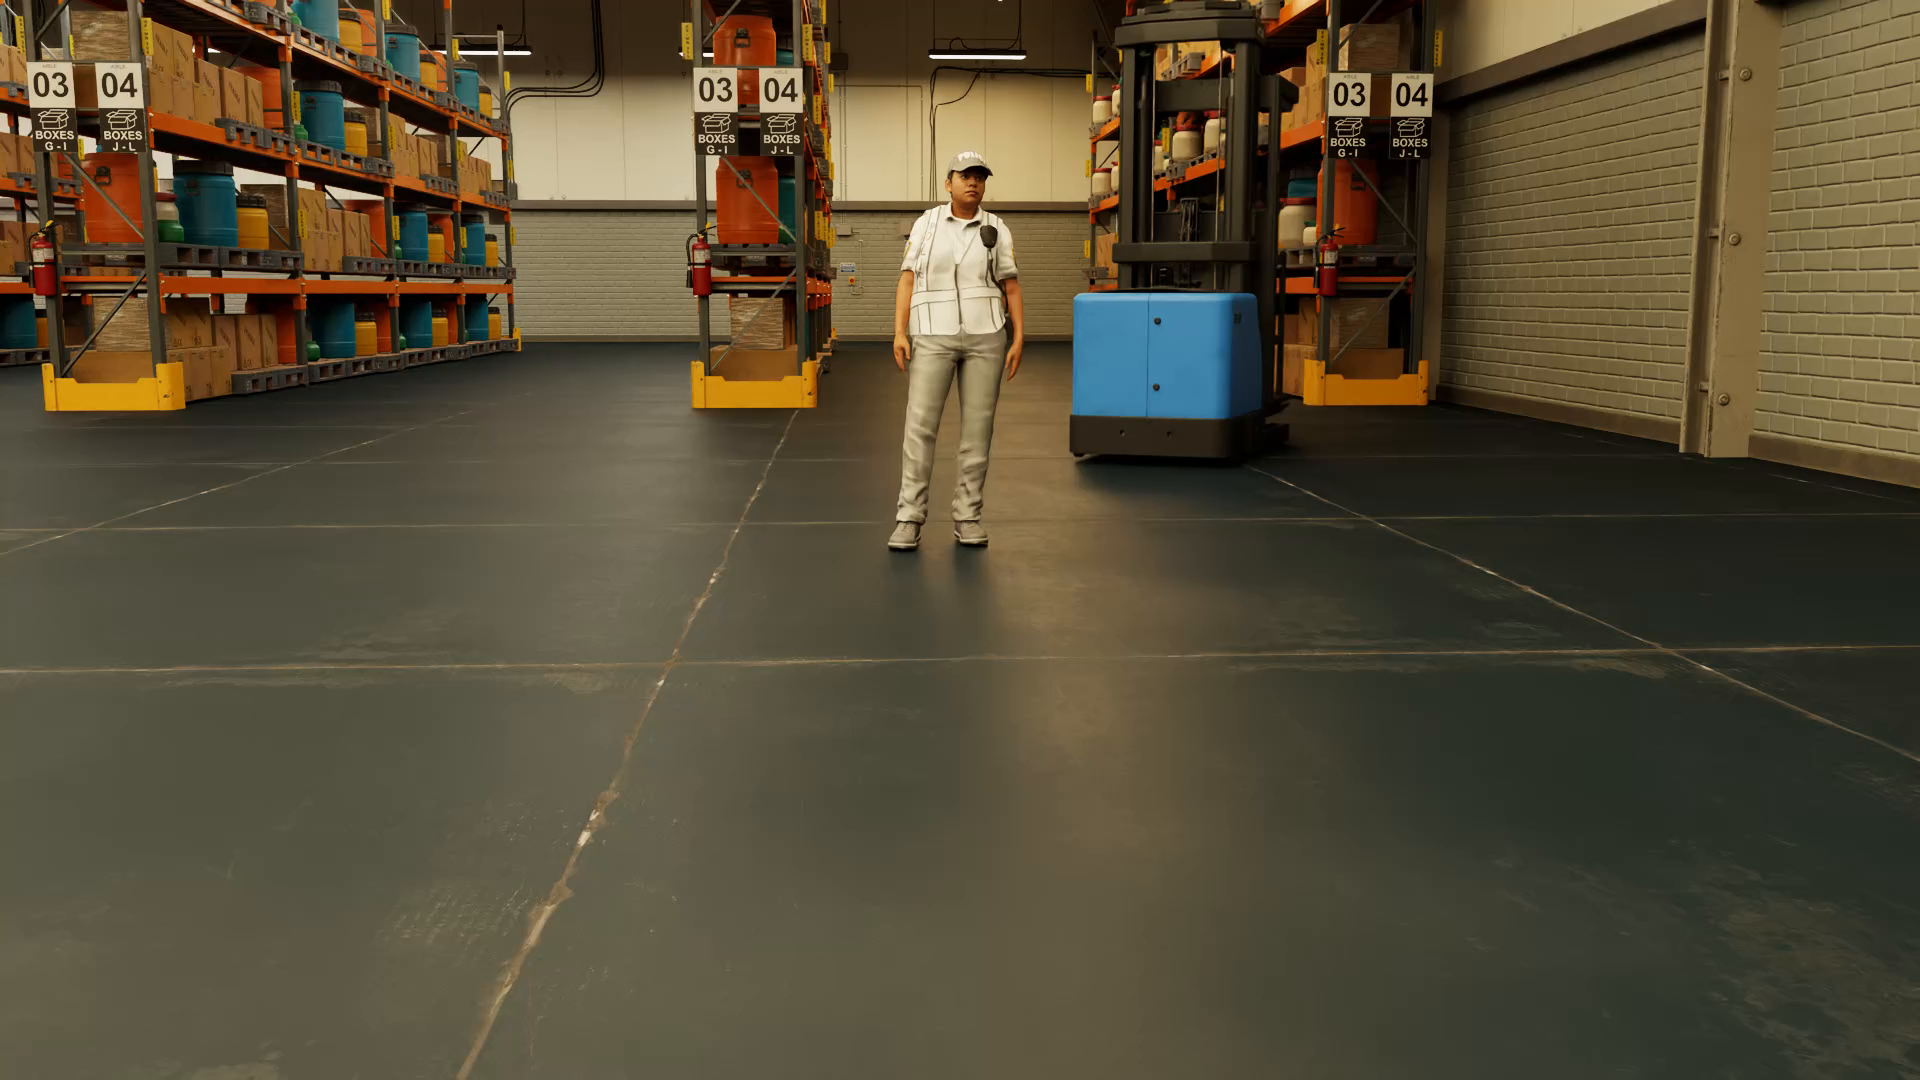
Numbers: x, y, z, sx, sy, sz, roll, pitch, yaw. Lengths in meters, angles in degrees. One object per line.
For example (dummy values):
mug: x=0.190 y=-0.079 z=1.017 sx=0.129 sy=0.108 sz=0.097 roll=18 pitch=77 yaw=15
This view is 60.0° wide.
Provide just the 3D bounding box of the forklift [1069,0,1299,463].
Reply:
forklift: x=1.704 y=-2.109 z=11.538 sx=1.130 sy=2.935 sz=3.031 roll=3 pitch=9 yaw=21

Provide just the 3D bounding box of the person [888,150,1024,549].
person: x=-0.018 y=-0.821 z=7.109 sx=0.598 sy=1.670 sz=0.529 roll=-1 pitch=8 yaw=-4
